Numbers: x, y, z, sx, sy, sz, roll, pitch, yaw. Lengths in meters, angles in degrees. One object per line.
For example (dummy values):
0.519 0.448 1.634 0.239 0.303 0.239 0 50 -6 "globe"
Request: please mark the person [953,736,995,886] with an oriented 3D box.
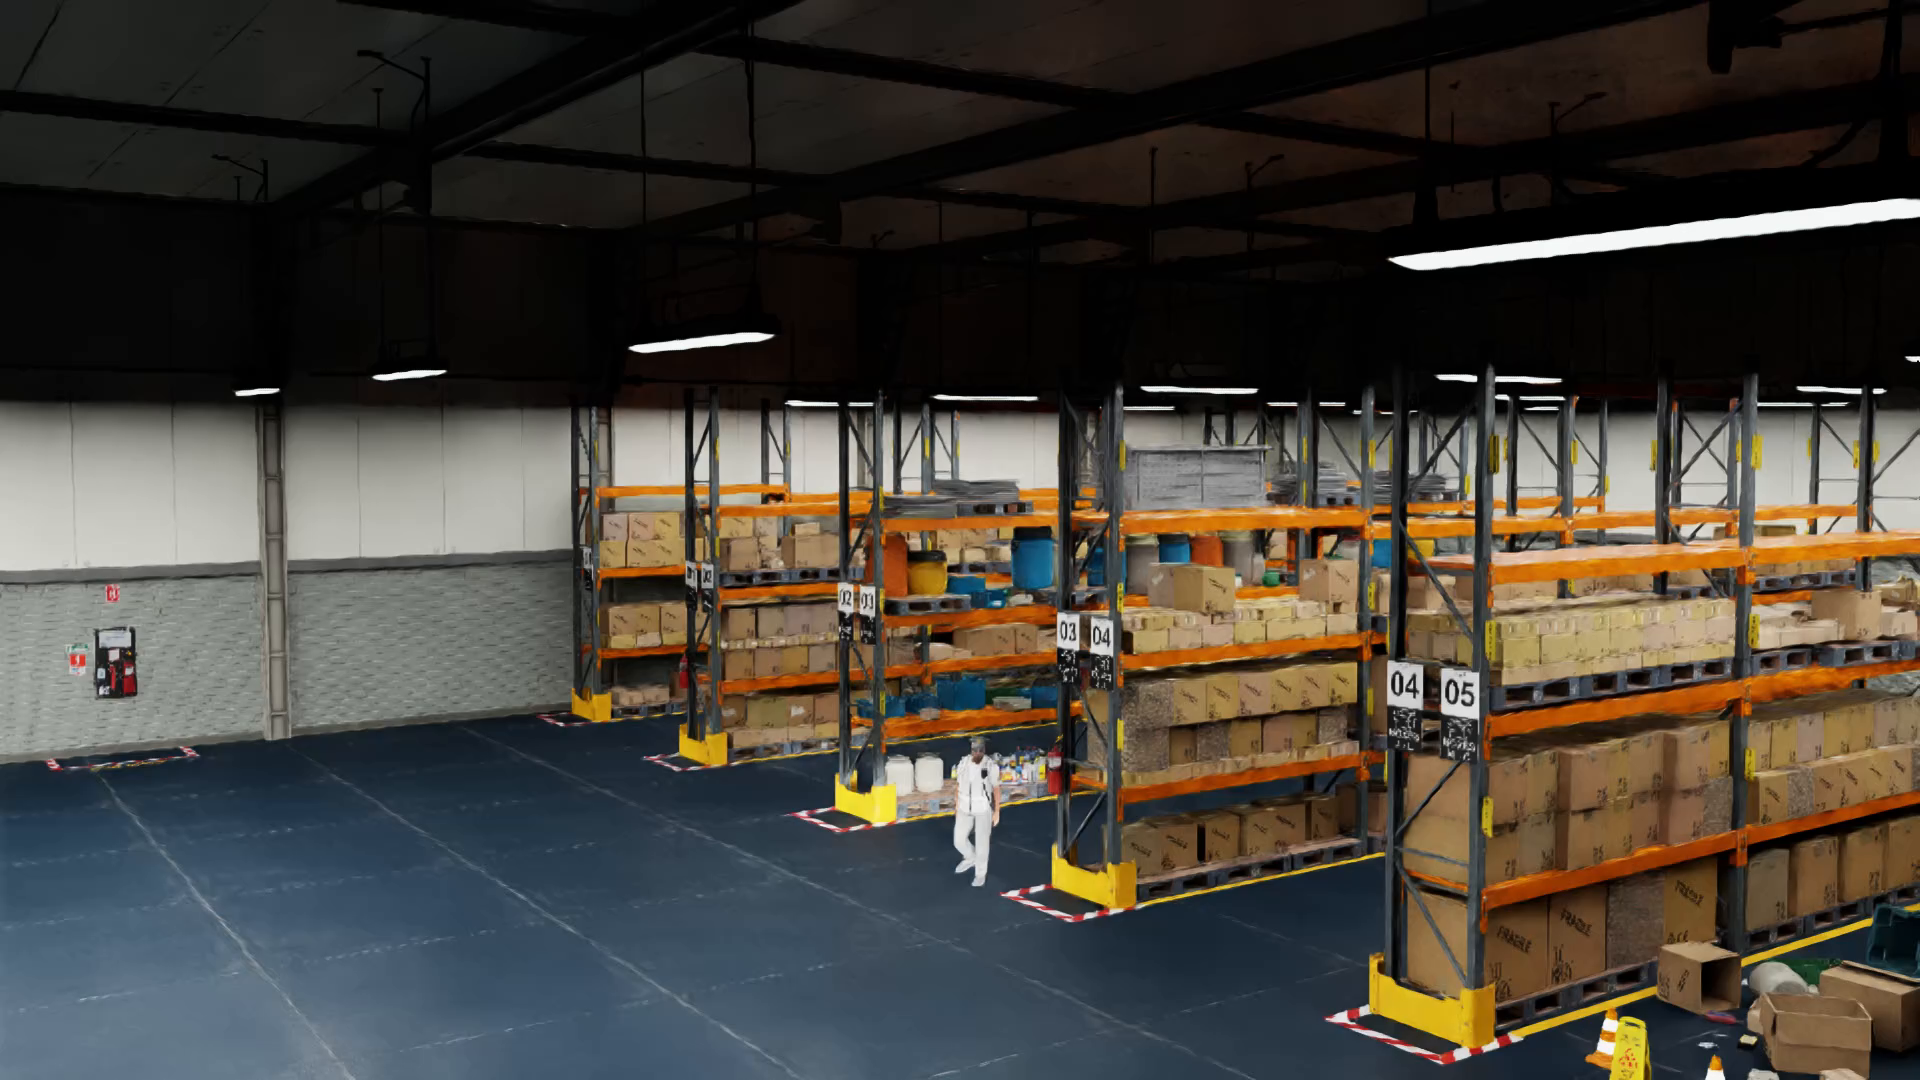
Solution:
0.174 3.123 19.415 0.551 1.753 0.556 1 4 20 "person"
